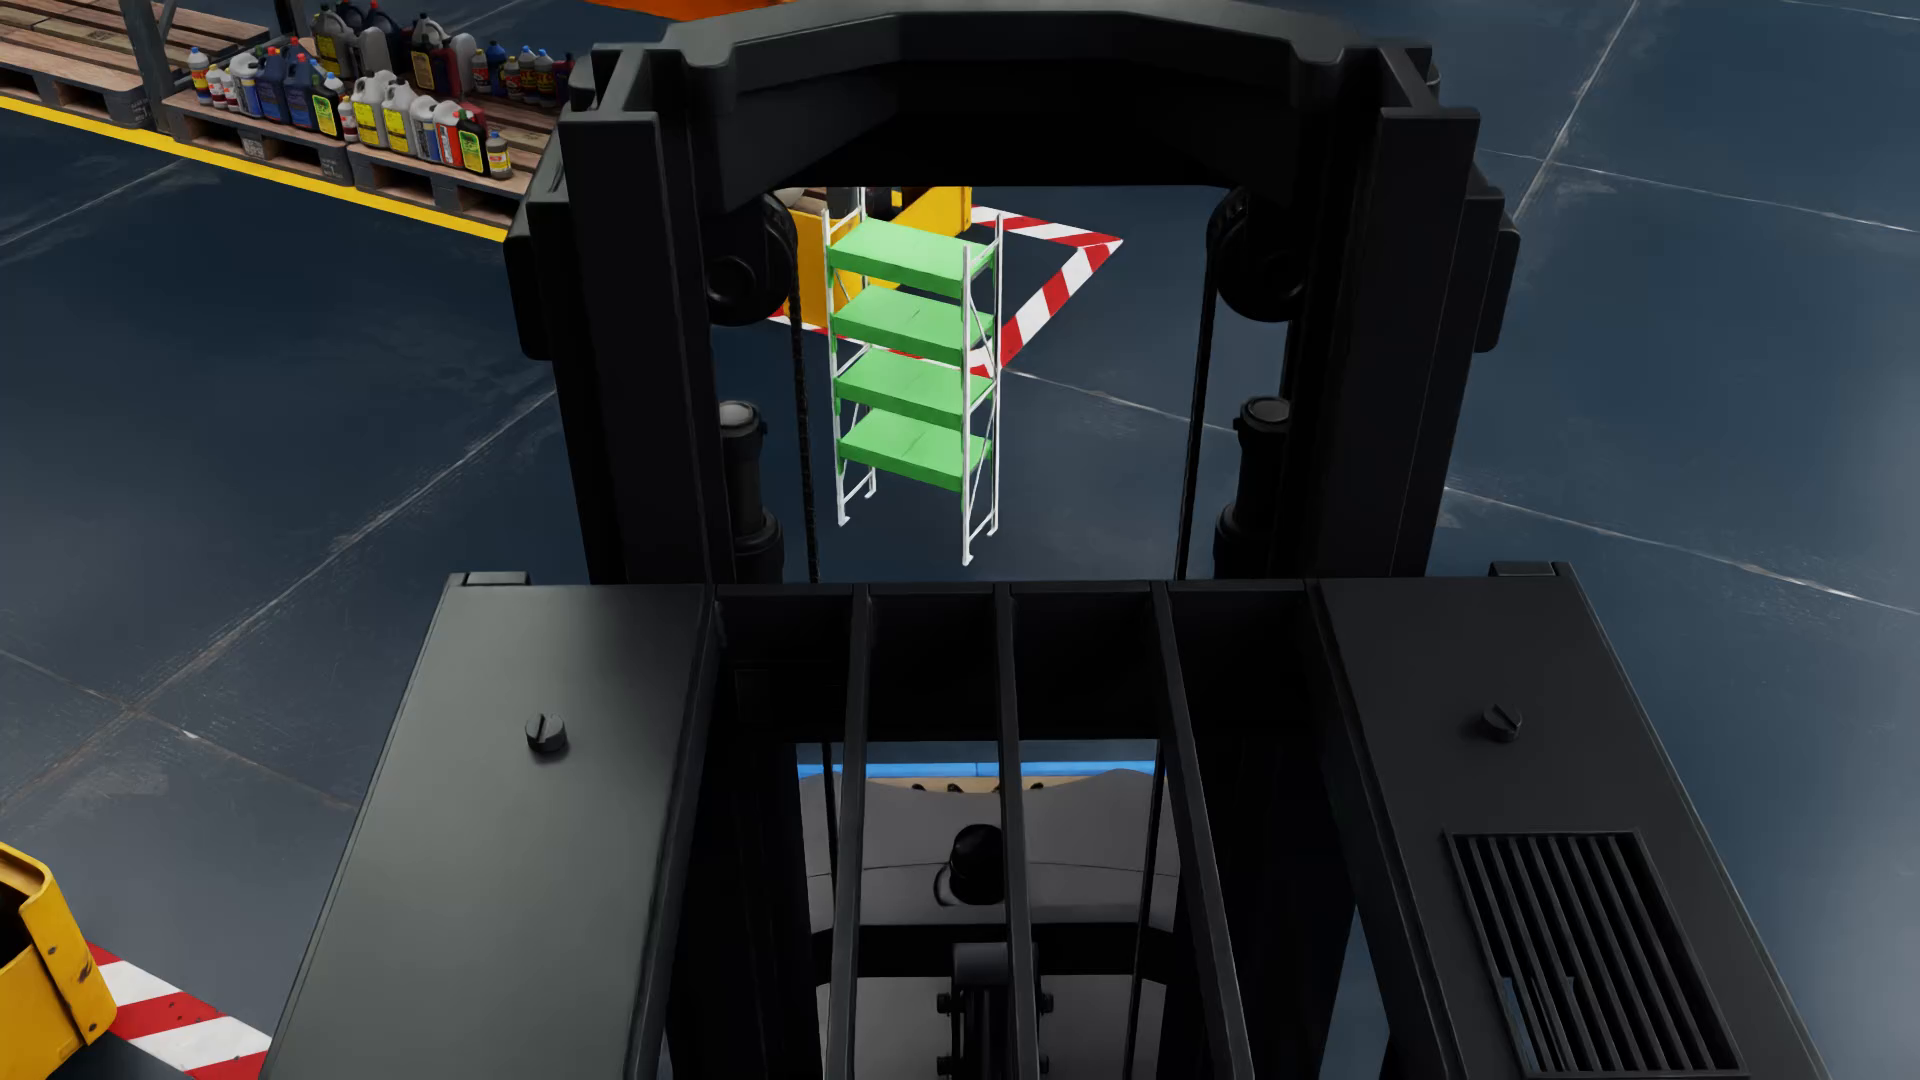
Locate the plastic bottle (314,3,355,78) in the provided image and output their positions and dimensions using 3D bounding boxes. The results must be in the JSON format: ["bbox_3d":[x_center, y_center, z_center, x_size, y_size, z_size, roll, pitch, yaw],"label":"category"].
[{"bbox_3d":[-3.171,-2.542,8.445,0.185,0.351,0.144,17,41,21],"label":"plastic bottle"}]

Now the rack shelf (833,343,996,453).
[{"bbox_3d":[-0.147,-0.473,5.487,0.480,0.148,0.258,17,41,21],"label":"rack shelf"}]

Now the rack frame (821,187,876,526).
[{"bbox_3d":[-0.364,-0.592,5.537,0.015,1.200,0.240,17,41,21],"label":"rack frame"}]

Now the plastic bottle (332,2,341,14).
[{"bbox_3d":[-3.230,-2.660,8.657,0.133,0.283,0.061,19,41,24],"label":"plastic bottle"}]

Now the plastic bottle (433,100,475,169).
[{"bbox_3d":[-2.301,-1.862,7.611,0.135,0.276,0.152,18,41,22],"label":"plastic bottle"}]

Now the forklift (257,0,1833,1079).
[{"bbox_3d":[0.055,1.027,1.972,1.130,2.935,3.031,-1,37,-1],"label":"forklift"}]

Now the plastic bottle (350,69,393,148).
[{"bbox_3d":[-2.738,-2.026,7.765,0.185,0.351,0.144,17,40,21],"label":"plastic bottle"}]

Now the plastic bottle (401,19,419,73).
[{"bbox_3d":[-2.770,-2.516,8.467,0.133,0.283,0.061,20,42,24],"label":"plastic bottle"}]

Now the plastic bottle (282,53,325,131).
[{"bbox_3d":[-3.116,-2.144,7.921,0.185,0.351,0.144,16,40,20],"label":"plastic bottle"}]

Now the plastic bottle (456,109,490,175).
[{"bbox_3d":[-2.202,-1.803,7.527,0.133,0.283,0.061,18,41,23],"label":"plastic bottle"}]

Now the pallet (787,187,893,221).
[{"bbox_3d":[-1.065,-1.526,7.585,1.213,0.211,1.003,17,41,21],"label":"pallet"}]

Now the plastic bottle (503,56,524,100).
[{"bbox_3d":[-2.205,-2.294,8.242,0.097,0.201,0.097,0,37,0],"label":"plastic bottle"}]

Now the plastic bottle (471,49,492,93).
[{"bbox_3d":[-2.387,-2.352,8.318,0.097,0.201,0.097,0,37,0],"label":"plastic bottle"}]

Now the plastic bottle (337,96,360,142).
[{"bbox_3d":[-2.875,-1.993,7.846,0.097,0.201,0.097,0,37,0],"label":"plastic bottle"}]

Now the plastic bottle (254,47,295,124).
[{"bbox_3d":[-3.283,-2.197,7.990,0.185,0.351,0.144,18,41,23],"label":"plastic bottle"}]

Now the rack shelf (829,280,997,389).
[{"bbox_3d":[-0.147,-0.664,5.341,0.480,0.148,0.258,17,41,21],"label":"rack shelf"}]

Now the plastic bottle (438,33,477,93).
[{"bbox_3d":[-2.505,-2.399,8.319,0.135,0.276,0.152,18,41,22],"label":"plastic bottle"}]

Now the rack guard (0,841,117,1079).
[{"bbox_3d":[-2.517,1.249,3.691,0.348,0.500,1.175,17,41,21],"label":"rack guard"}]

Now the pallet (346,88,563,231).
[{"bbox_3d":[-2.144,-1.865,8.033,1.213,0.211,1.003,17,41,21],"label":"pallet"}]

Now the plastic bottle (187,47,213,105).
[{"bbox_3d":[-3.728,-2.288,8.176,0.097,0.271,0.097,0,37,0],"label":"plastic bottle"}]

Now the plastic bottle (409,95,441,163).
[{"bbox_3d":[-2.424,-1.901,7.662,0.135,0.276,0.152,16,40,20],"label":"plastic bottle"}]

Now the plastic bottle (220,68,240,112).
[{"bbox_3d":[-3.547,-2.204,8.123,0.097,0.201,0.097,0,37,0],"label":"plastic bottle"}]

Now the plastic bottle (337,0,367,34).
[{"bbox_3d":[-3.105,-2.620,8.547,0.185,0.351,0.144,16,40,20],"label":"plastic bottle"}]

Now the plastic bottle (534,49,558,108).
[{"bbox_3d":[-2.028,-2.267,8.148,0.097,0.271,0.097,0,37,0],"label":"plastic bottle"}]

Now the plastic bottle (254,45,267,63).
[{"bbox_3d":[-3.380,-2.275,8.149,0.133,0.283,0.061,17,41,21],"label":"plastic bottle"}]

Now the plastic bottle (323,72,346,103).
[{"bbox_3d":[-2.968,-2.092,7.918,0.097,0.271,0.097,0,37,0],"label":"plastic bottle"}]

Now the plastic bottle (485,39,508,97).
[{"bbox_3d":[-2.297,-2.351,8.259,0.097,0.271,0.097,0,37,0],"label":"plastic bottle"}]

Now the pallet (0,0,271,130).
[{"bbox_3d":[-4.524,-2.611,9.015,1.213,0.211,1.003,17,41,21],"label":"pallet"}]

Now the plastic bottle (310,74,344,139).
[{"bbox_3d":[-2.988,-2.049,7.851,0.133,0.283,0.061,19,41,23],"label":"plastic bottle"}]

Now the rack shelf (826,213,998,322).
[{"bbox_3d":[-0.147,-0.855,5.196,0.480,0.148,0.258,17,41,21],"label":"rack shelf"}]

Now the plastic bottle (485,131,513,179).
[{"bbox_3d":[-2.090,-1.748,7.522,0.097,0.201,0.097,0,37,0],"label":"plastic bottle"}]

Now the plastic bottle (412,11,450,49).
[{"bbox_3d":[-2.647,-2.476,8.359,0.185,0.351,0.144,17,40,21],"label":"plastic bottle"}]

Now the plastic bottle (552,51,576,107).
[{"bbox_3d":[-1.916,-2.249,8.115,0.133,0.283,0.061,18,41,22],"label":"plastic bottle"}]

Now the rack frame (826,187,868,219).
[{"bbox_3d":[-0.257,-2.412,6.446,0.127,3.000,1.000,17,41,21],"label":"rack frame"}]

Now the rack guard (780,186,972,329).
[{"bbox_3d":[-0.346,-1.412,7.196,0.348,0.500,1.175,17,41,21],"label":"rack guard"}]

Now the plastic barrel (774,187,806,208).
[{"bbox_3d":[-0.877,-1.730,7.258,0.421,0.512,0.421,0,37,0],"label":"plastic barrel"}]

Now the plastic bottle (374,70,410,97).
[{"bbox_3d":[-2.692,-2.083,7.902,0.135,0.276,0.152,17,41,21],"label":"plastic bottle"}]

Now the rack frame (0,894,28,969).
[{"bbox_3d":[-2.538,0.247,2.944,0.127,3.000,1.000,17,41,21],"label":"rack frame"}]

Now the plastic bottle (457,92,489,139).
[{"bbox_3d":[-2.252,-1.922,7.684,0.133,0.283,0.061,17,41,21],"label":"plastic bottle"}]

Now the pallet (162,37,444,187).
[{"bbox_3d":[-3.232,-2.204,8.479,1.213,0.211,1.003,17,41,21],"label":"pallet"}]

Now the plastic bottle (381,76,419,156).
[{"bbox_3d":[-2.573,-1.974,7.697,0.185,0.351,0.144,19,41,23],"label":"plastic bottle"}]

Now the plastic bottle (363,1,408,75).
[{"bbox_3d":[-2.934,-2.566,8.477,0.185,0.351,0.144,15,40,19],"label":"plastic bottle"}]

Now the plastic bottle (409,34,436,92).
[{"bbox_3d":[-2.672,-2.387,8.297,0.133,0.283,0.061,17,41,21],"label":"plastic bottle"}]

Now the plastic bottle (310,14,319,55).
[{"bbox_3d":[-3.344,-2.651,8.712,0.097,0.201,0.097,0,37,0],"label":"plastic bottle"}]

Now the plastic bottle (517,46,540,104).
[{"bbox_3d":[-2.117,-2.295,8.185,0.097,0.271,0.097,0,37,0],"label":"plastic bottle"}]

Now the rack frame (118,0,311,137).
[{"bbox_3d":[-3.809,-3.524,7.911,0.127,3.000,1.000,17,41,21],"label":"rack frame"}]

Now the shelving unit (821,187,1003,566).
[{"bbox_3d":[-0.147,-0.524,5.448,0.503,1.200,0.258,17,41,21],"label":"shelving unit"}]

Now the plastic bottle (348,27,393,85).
[{"bbox_3d":[-2.980,-2.450,8.386,0.135,0.276,0.152,17,41,21],"label":"plastic bottle"}]

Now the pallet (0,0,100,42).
[{"bbox_3d":[-5.612,-2.949,9.461,1.213,0.211,1.003,17,41,21],"label":"pallet"}]

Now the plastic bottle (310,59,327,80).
[{"bbox_3d":[-3.099,-2.190,8.046,0.097,0.271,0.097,0,37,0],"label":"plastic bottle"}]

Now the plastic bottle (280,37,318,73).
[{"bbox_3d":[-3.217,-2.274,8.092,0.185,0.351,0.144,17,41,21],"label":"plastic bottle"}]

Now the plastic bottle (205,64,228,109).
[{"bbox_3d":[-3.637,-2.232,8.160,0.097,0.201,0.097,0,37,0],"label":"plastic bottle"}]

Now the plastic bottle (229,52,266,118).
[{"bbox_3d":[-3.428,-2.215,8.076,0.135,0.276,0.152,19,41,23],"label":"plastic bottle"}]

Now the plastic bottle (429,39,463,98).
[{"bbox_3d":[-2.553,-2.345,8.241,0.133,0.283,0.061,17,41,21],"label":"plastic bottle"}]

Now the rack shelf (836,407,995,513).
[{"bbox_3d":[-0.147,-0.282,5.632,0.480,0.148,0.258,17,41,21],"label":"rack shelf"}]

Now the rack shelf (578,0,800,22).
[{"bbox_3d":[-2.033,-2.681,7.396,4.000,0.370,1.077,17,41,21],"label":"rack shelf"}]

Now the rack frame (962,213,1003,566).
[{"bbox_3d":[0.070,-0.456,5.358,0.015,1.200,0.240,17,41,21],"label":"rack frame"}]
